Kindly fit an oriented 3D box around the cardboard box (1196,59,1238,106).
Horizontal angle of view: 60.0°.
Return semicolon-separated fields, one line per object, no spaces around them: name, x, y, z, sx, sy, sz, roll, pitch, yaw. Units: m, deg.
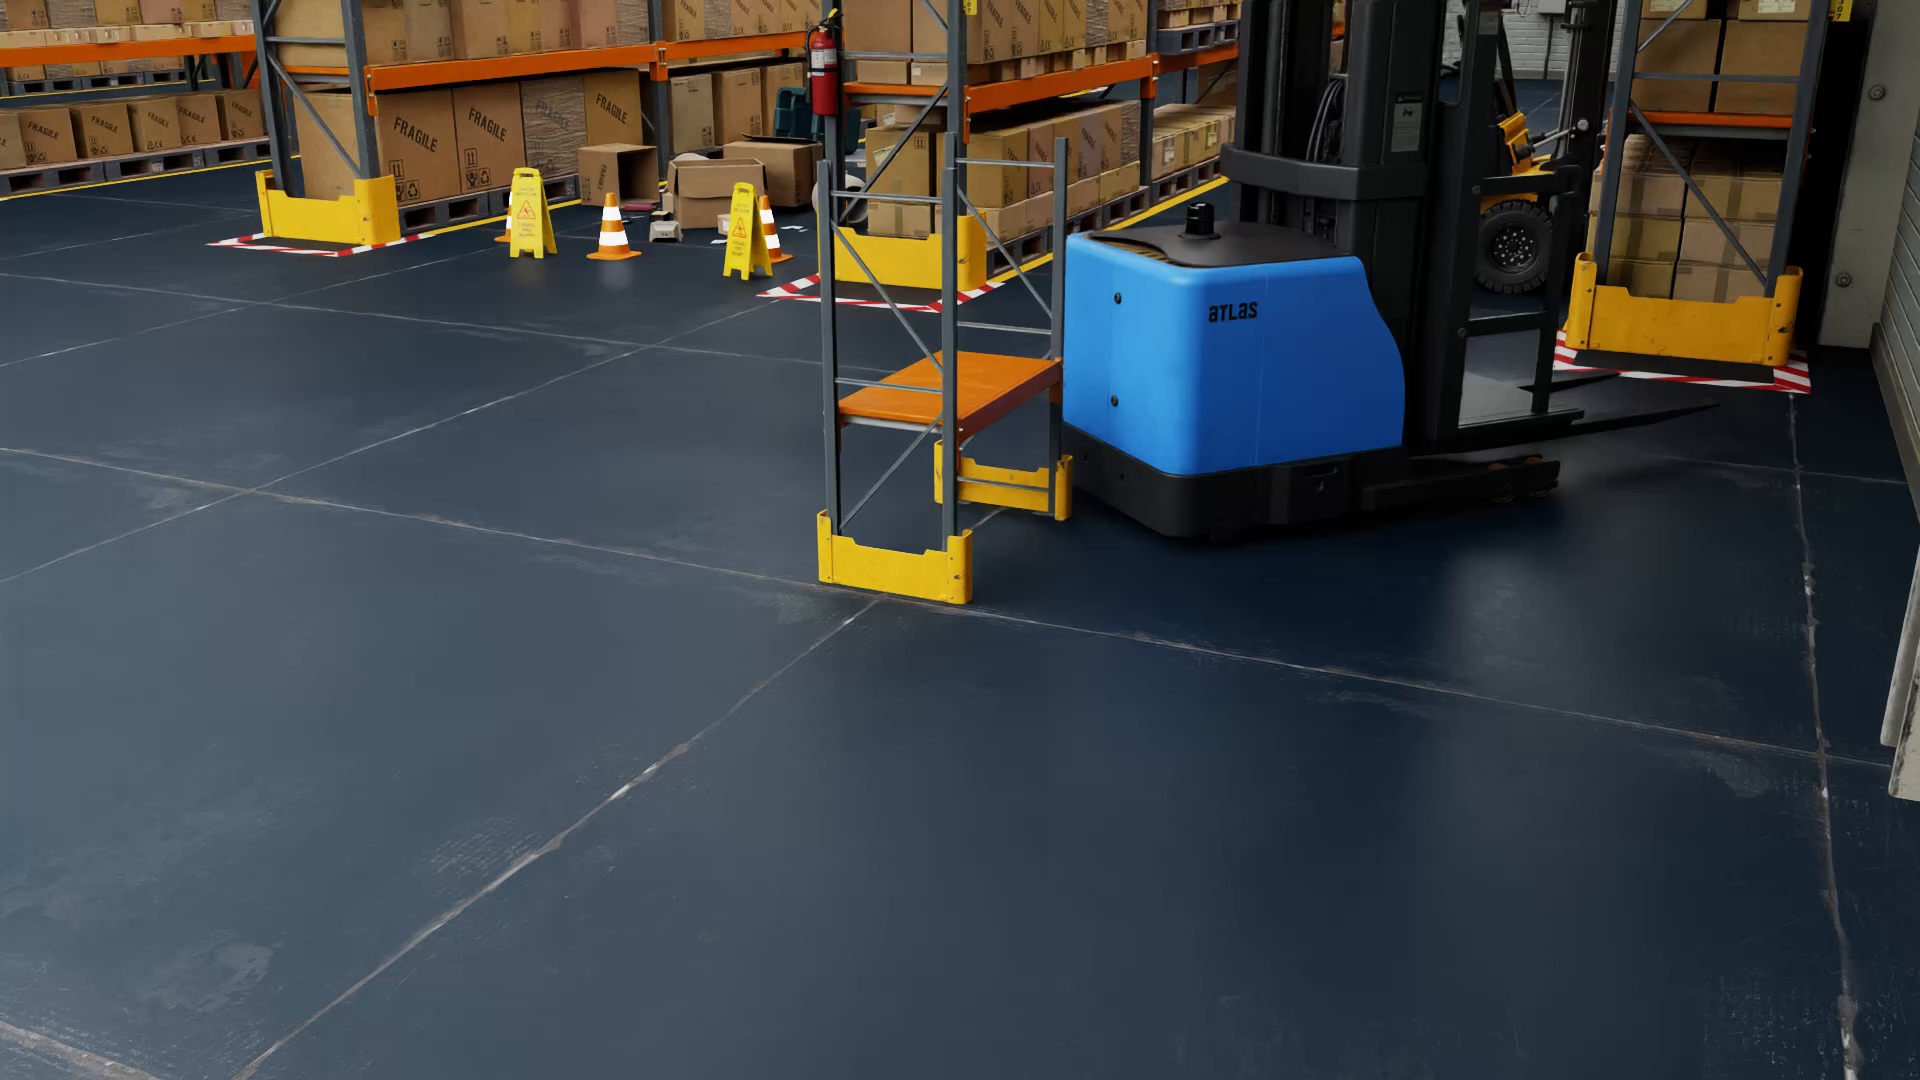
cardboard box;3.200;-5.025;18.665;0.875;0.875;0.875;8;21;22

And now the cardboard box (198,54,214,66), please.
cardboard box;-13.228;-8.610;29.559;0.500;0.311;0.500;9;21;23

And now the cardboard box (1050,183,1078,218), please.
cardboard box;0.576;-2.617;12.828;0.500;0.250;0.500;10;22;26

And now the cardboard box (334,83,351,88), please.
cardboard box;-7.354;-5.123;19.471;0.700;0.500;0.500;8;21;22

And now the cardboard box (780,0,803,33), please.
cardboard box;-2.065;-5.844;18.276;0.500;0.500;0.500;8;21;22

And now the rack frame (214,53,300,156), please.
rack frame;-7.837;-5.765;18.203;1.000;3.000;0.127;9;21;23

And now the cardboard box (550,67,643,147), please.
cardboard box;-3.675;-4.068;15.975;0.875;0.875;0.875;9;21;24

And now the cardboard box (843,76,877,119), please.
cardboard box;-1.193;-5.478;20.499;0.500;0.500;0.500;8;21;20

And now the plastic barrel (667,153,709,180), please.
plastic barrel;-2.419;-3.283;15.067;0.421;0.421;0.512;-9;22;-24

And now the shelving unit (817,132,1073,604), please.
shelving unit;-0.031;-0.683;6.152;0.587;1.500;1.083;9;21;23

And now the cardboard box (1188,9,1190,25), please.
cardboard box;1.875;-4.783;15.189;0.380;0.149;0.250;10;22;26

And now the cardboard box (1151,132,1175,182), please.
cardboard box;1.416;-3.526;15.202;0.950;0.372;0.625;9;21;23

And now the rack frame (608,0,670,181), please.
rack frame;-3.354;-5.054;16.203;1.000;3.000;0.127;9;21;23

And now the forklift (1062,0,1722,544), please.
forklift;1.949;-1.683;6.826;3.031;2.935;1.130;-9;21;-23

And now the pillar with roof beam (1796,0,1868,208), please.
pillar with roof beam;3.733;-7.843;15.094;9.100;9.000;0.400;9;21;23

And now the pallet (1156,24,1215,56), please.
pallet;1.649;-4.529;15.013;1.003;0.211;1.213;9;21;23

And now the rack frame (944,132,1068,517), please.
rack frame;0.173;-0.836;6.581;0.500;1.500;0.032;9;21;23

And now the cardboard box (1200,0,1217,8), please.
cardboard box;2.077;-5.197;15.386;0.500;0.500;0.500;8;21;22

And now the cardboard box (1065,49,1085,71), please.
cardboard box;0.733;-3.678;12.710;0.380;0.149;0.250;9;21;23

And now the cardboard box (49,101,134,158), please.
cardboard box;-8.717;-4.127;16.702;0.500;0.500;0.500;11;22;28

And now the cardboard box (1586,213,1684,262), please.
cardboard box;4.010;-1.832;9.875;0.500;0.250;0.500;8;21;22

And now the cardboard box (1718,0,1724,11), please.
cardboard box;4.670;-3.459;10.602;0.380;0.149;0.250;8;21;22

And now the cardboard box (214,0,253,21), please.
cardboard box;-8.078;-5.823;17.774;0.875;0.500;0.500;9;21;23

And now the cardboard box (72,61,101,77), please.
cardboard box;-14.369;-7.791;26.974;0.500;0.500;0.500;8;21;22

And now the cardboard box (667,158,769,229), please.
cardboard box;-2.025;-2.891;13.846;0.797;0.503;0.637;-5;20;-15

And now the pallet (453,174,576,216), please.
pallet;-4.235;-3.144;14.994;1.003;0.211;1.213;9;21;23

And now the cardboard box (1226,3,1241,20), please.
cardboard box;2.606;-5.238;16.470;0.380;0.149;0.250;9;21;24

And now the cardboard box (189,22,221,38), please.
cardboard box;-7.926;-5.306;17.286;0.380;0.149;0.250;9;21;23

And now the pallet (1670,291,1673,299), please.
pallet;4.371;-1.429;10.170;1.003;0.211;1.213;9;21;23

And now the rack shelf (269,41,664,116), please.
rack shelf;-4.173;-4.103;14.604;1.077;0.370;4.000;9;21;23

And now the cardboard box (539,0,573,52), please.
cardboard box;-4.027;-4.690;14.956;0.875;0.550;0.550;9;21;23

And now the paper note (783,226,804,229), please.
paper note;-1.378;-2.580;13.694;0.148;0.019;0.142;18;26;41

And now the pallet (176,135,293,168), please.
pallet;-8.080;-4.241;18.080;1.003;0.211;1.213;9;21;23

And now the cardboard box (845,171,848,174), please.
cardboard box;-1.088;-3.163;14.966;0.258;0.266;0.396;-5;20;-15

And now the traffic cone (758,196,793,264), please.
traffic cone;-1.435;-2.296;12.234;0.336;0.463;0.334;9;21;23

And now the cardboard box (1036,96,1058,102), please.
cardboard box;0.610;-3.793;14.049;0.380;0.149;0.250;9;21;23

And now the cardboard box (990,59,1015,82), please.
cardboard box;0.167;-3.289;11.615;0.380;0.149;0.250;8;21;21

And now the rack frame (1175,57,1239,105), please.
rack frame;2.842;-5.628;17.818;1.000;3.000;0.127;9;21;23

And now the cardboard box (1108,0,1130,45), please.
cardboard box;1.044;-4.264;13.390;0.500;0.500;0.500;9;22;25

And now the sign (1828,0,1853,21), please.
sign;4.600;-2.870;8.652;0.100;0.325;0.005;9;21;23

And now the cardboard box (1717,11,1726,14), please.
cardboard box;4.488;-3.050;10.420;0.500;0.500;0.500;8;21;22

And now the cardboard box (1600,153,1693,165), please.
cardboard box;4.204;-2.217;10.210;0.500;0.250;0.500;9;21;24

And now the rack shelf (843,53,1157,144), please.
rack shelf;0.385;-3.455;12.781;1.077;0.370;4.000;9;21;23

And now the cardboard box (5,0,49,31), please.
cardboard box;-9.130;-5.063;15.637;0.875;0.500;0.500;9;21;23

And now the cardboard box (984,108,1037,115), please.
cardboard box;0.294;-3.194;13.332;0.500;0.500;0.500;10;22;26

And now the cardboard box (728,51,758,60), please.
cardboard box;-3.849;-7.873;26.676;0.875;0.875;0.875;9;21;23

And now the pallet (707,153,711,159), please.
pallet;-2.608;-4.360;18.415;1.003;0.211;1.213;9;21;23

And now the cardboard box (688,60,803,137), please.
cardboard box;-2.402;-4.973;18.706;1.050;0.750;0.750;9;21;24

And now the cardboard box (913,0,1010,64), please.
cardboard box;0.013;-3.477;11.175;0.500;0.500;0.500;8;21;22

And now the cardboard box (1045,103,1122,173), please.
cardboard box;1.000;-3.288;13.595;0.500;0.500;0.500;9;21;24

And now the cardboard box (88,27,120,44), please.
cardboard box;-8.438;-4.924;16.212;0.380;0.149;0.250;9;21;23

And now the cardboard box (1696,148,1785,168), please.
cardboard box;4.881;-2.302;10.449;0.500;0.250;0.500;8;21;22

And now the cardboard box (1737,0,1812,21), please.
cardboard box;4.471;-2.924;9.096;0.380;0.149;0.250;8;21;21

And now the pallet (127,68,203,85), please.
pallet;-13.896;-8.003;28.659;1.003;0.211;1.213;9;21;23

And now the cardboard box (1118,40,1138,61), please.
cardboard box;1.254;-4.070;13.811;0.380;0.149;0.250;9;22;24
